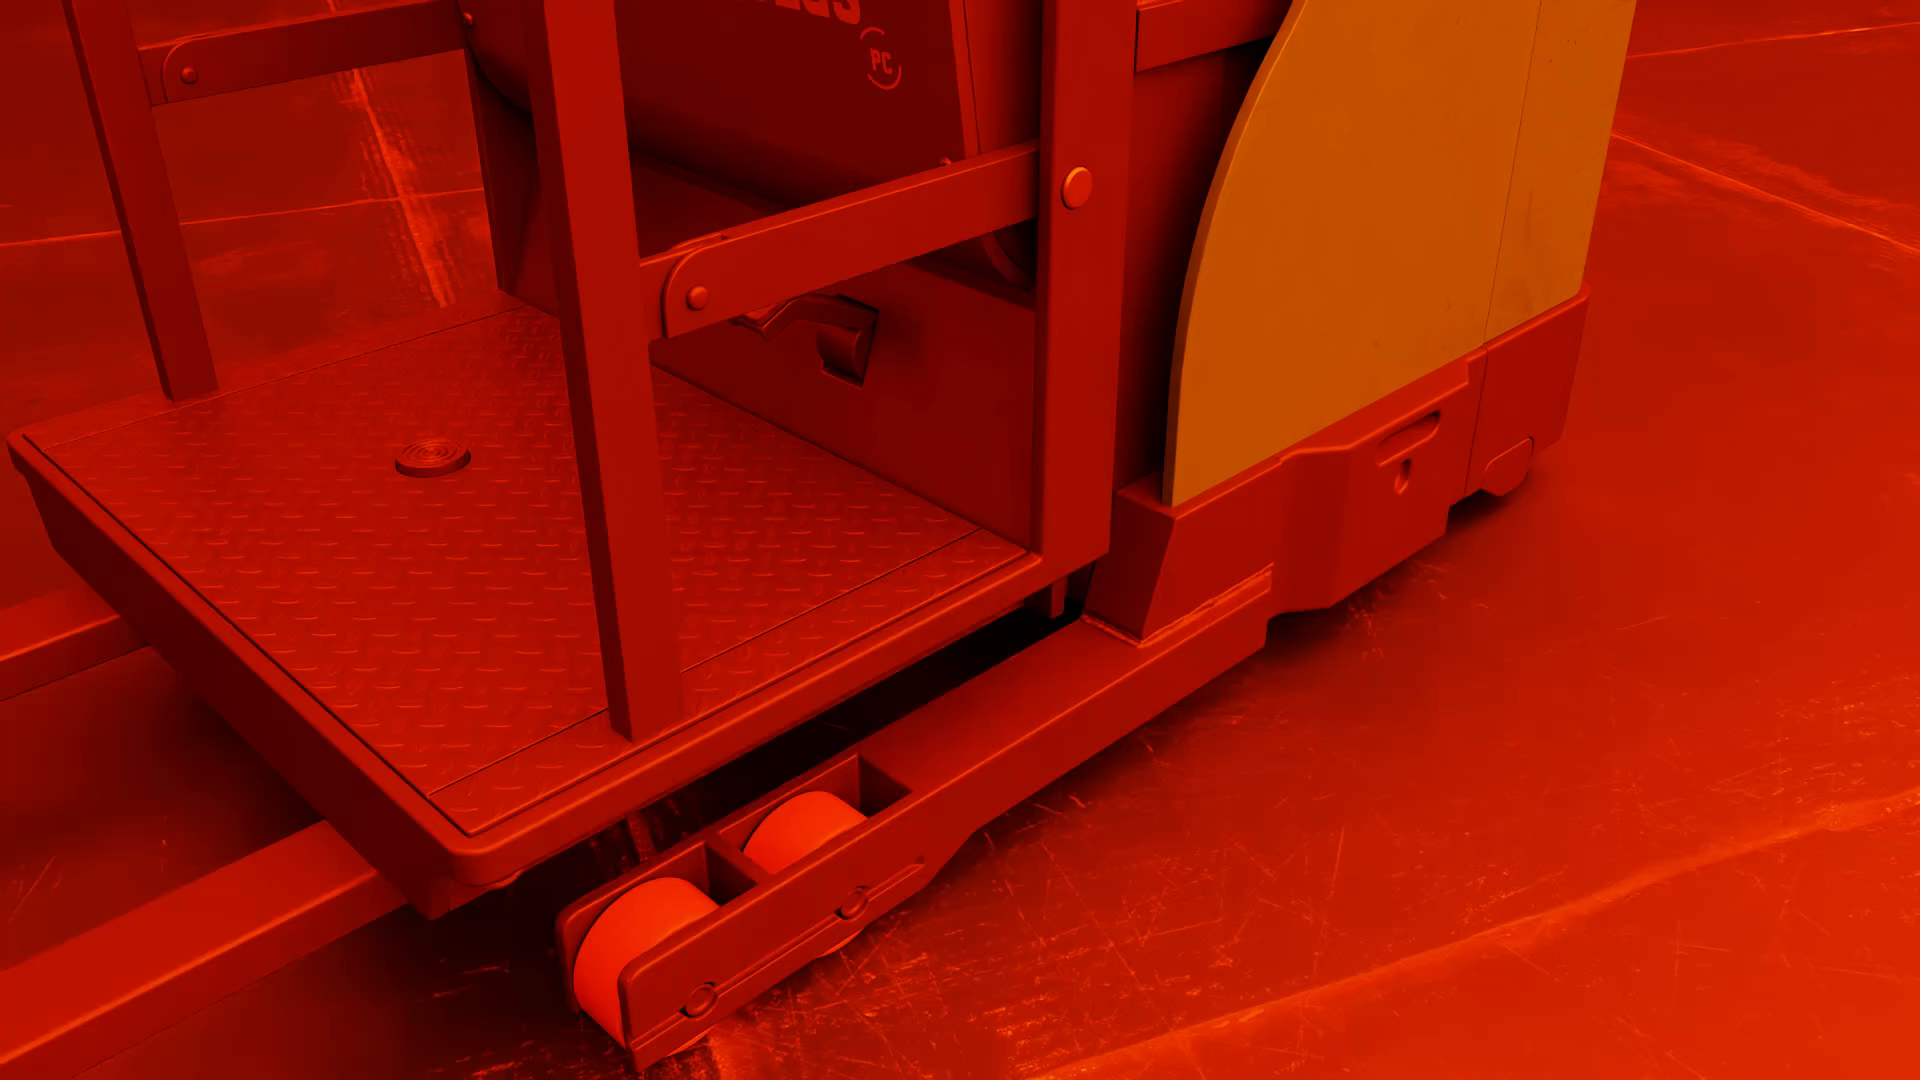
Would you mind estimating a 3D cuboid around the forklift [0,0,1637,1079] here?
[{"bbox_3d":[-0.435,-1.063,1.405,3.031,2.935,1.130,-26,39,-37],"label":"forklift"}]
